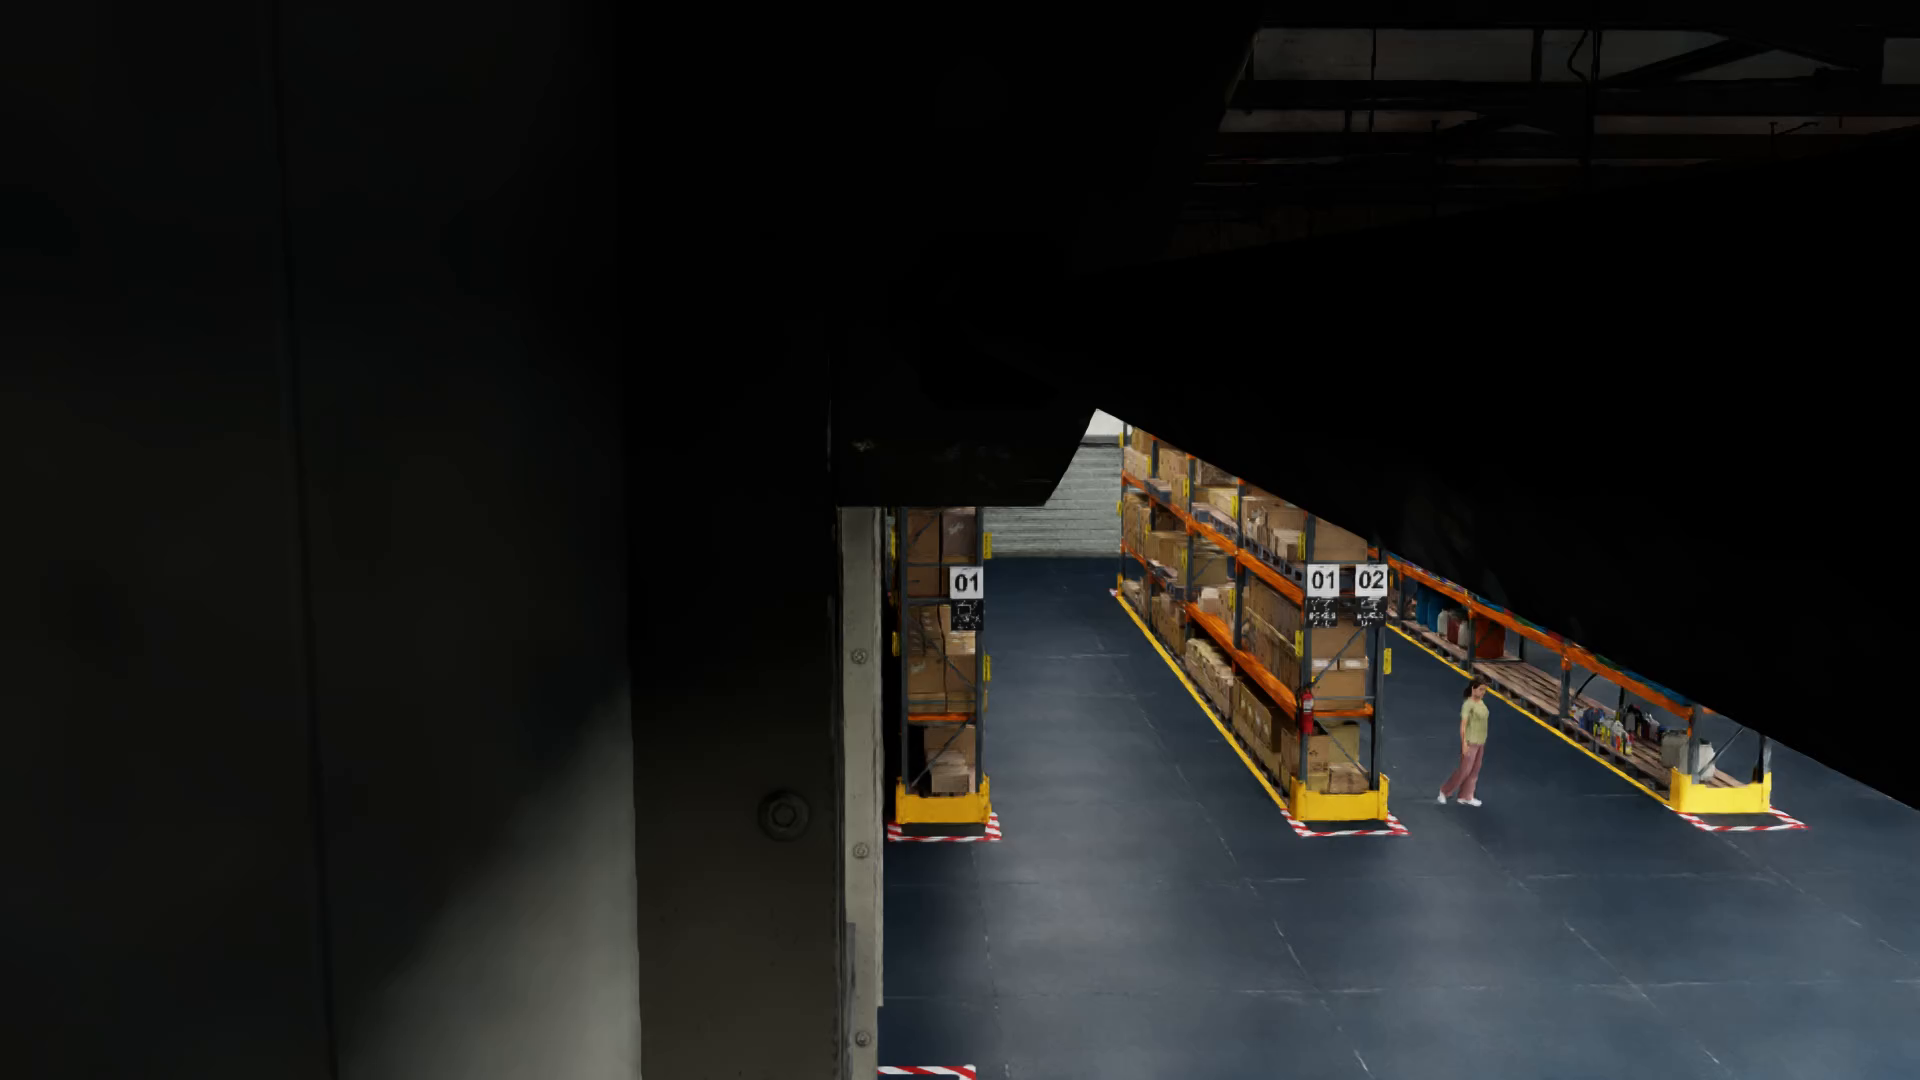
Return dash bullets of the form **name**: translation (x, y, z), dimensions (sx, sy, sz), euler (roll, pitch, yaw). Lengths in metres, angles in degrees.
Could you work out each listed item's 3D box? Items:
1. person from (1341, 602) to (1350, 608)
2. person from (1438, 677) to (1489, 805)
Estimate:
- **person**: translation (6.251, 1.629, 27.281), dimensions (0.443, 1.770, 0.569), euler (-4, 9, -27)
- **person**: translation (6.377, 2.557, 21.075), dimensions (0.632, 1.664, 0.484), euler (-7, 11, -43)
